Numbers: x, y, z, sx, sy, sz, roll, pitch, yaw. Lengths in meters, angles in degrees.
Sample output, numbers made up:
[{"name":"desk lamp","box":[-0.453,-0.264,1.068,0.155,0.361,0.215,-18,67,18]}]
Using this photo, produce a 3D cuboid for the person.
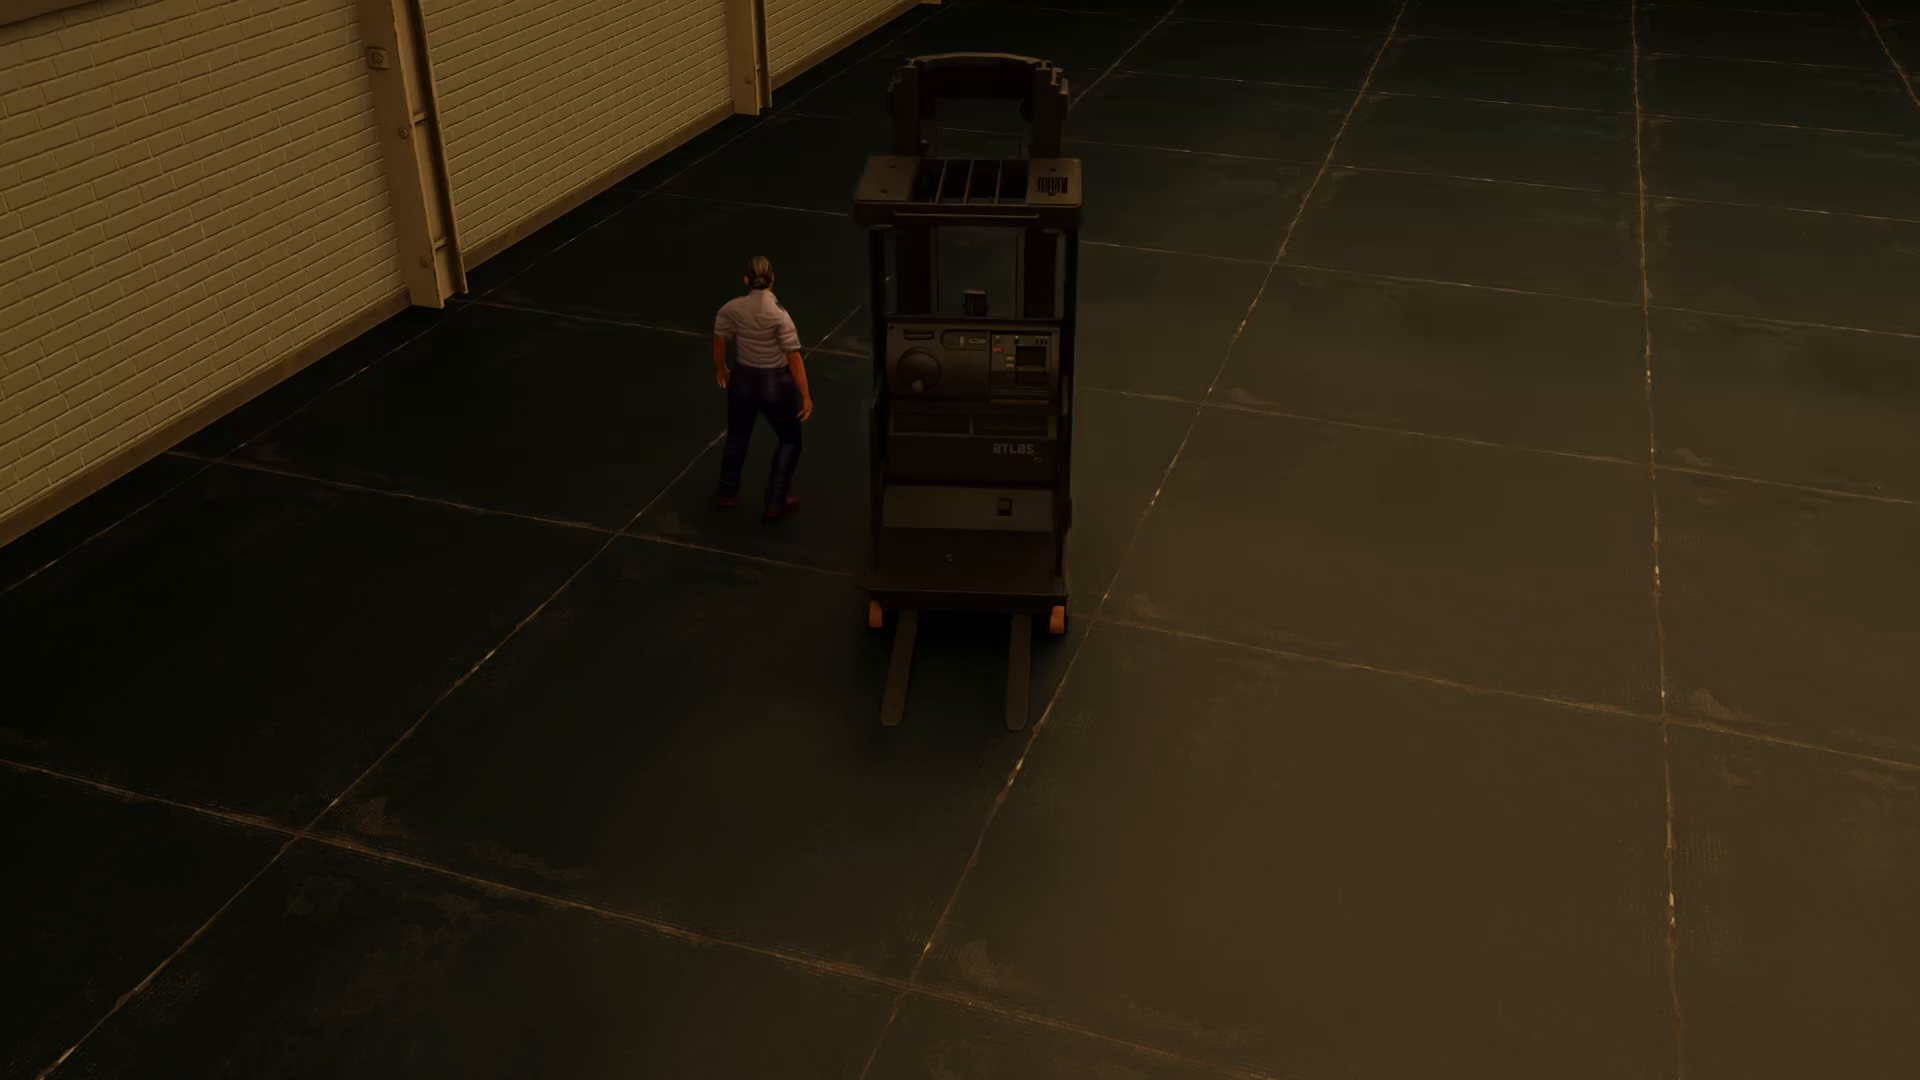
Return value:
[{"name":"person","box":[-1.203,-0.914,10.087,0.721,1.605,0.348,11,31,18]}]

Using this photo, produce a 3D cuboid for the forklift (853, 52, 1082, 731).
[{"name":"forklift","box":[0.058,-0.919,8.749,1.130,2.935,3.031,2,30,3]}]
